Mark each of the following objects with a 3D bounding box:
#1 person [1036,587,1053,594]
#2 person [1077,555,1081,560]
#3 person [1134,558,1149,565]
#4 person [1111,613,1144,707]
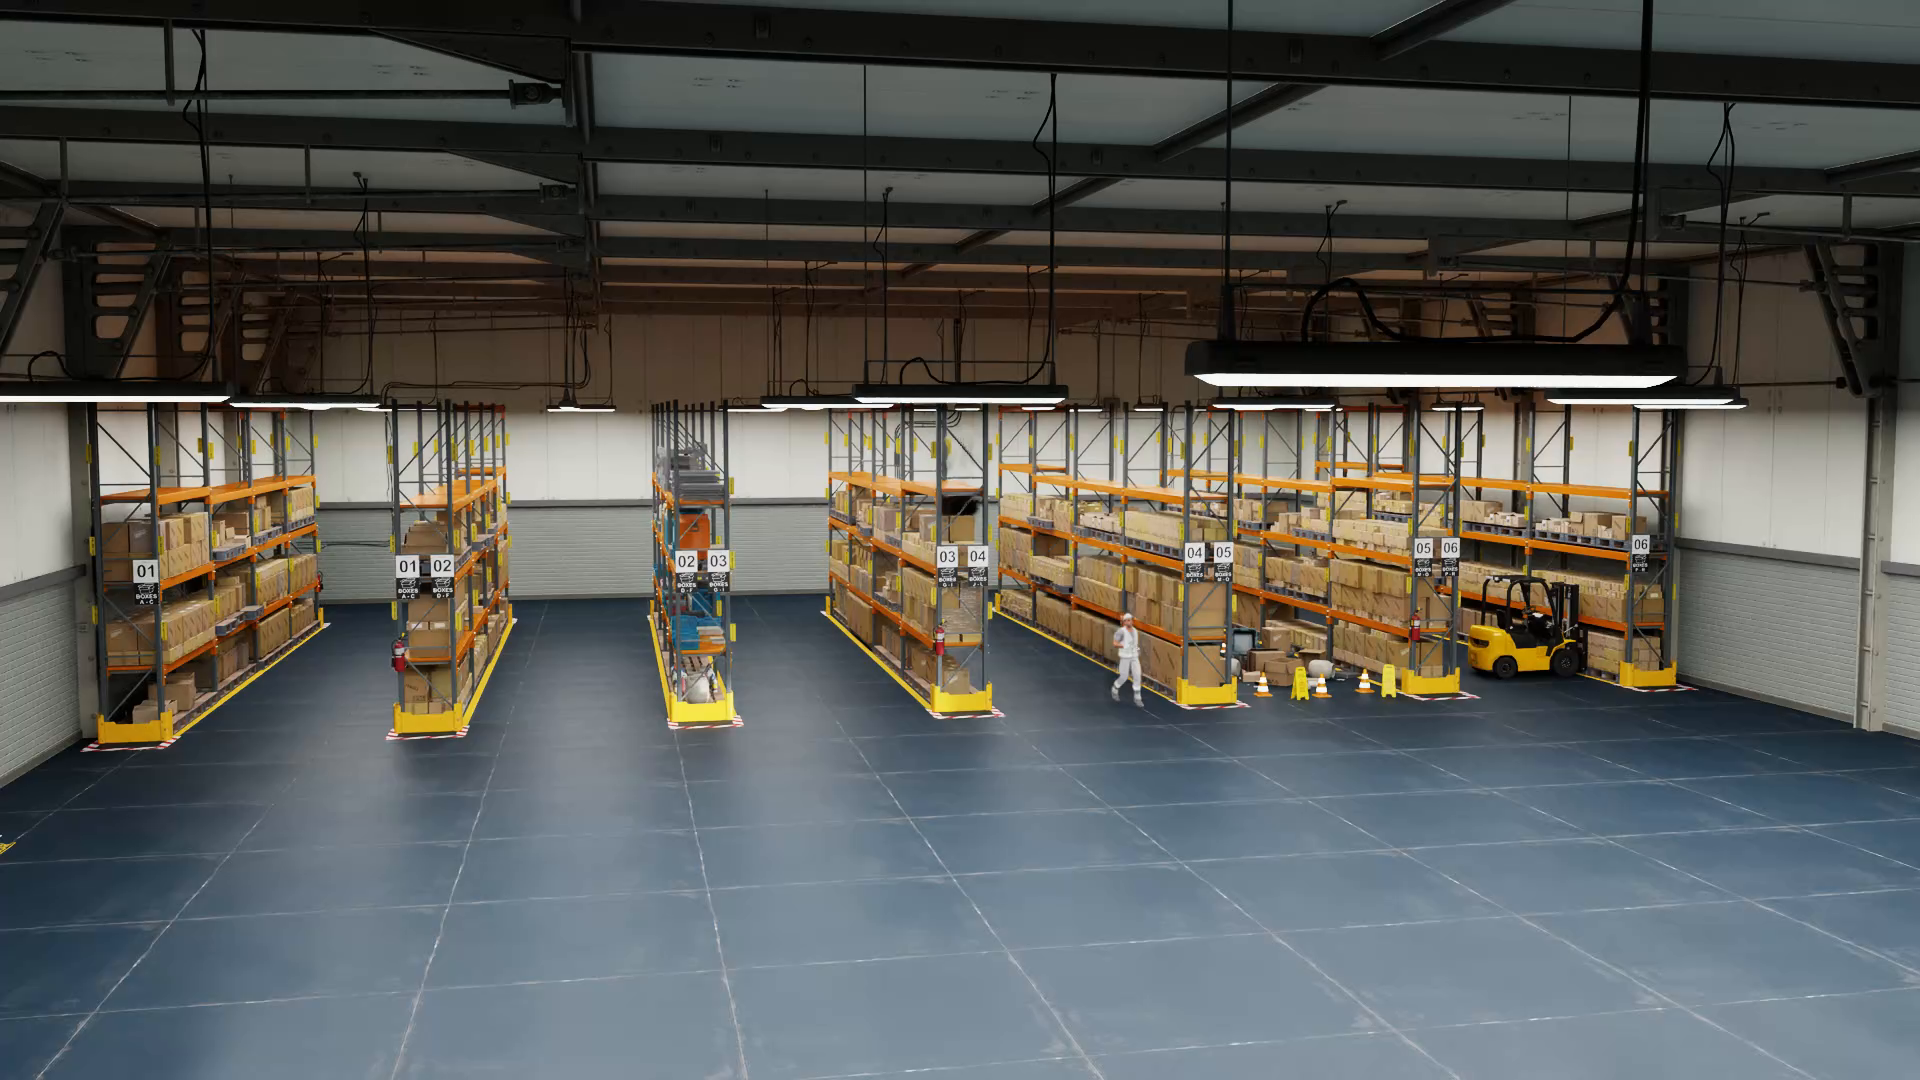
[{"bbox_3d":[2.447,1.089,50.013,0.889,1.753,0.689,-2,5,-27],"label":"person"},{"bbox_3d":[3.539,1.289,48.149,0.564,1.658,1.060,-2,5,-27],"label":"person"},{"bbox_3d":[5.523,1.041,50.798,0.883,1.750,0.666,1,4,7],"label":"person"},{"bbox_3d":[3.299,2.348,32.796,0.661,1.812,0.868,-2,5,-29],"label":"person"}]
